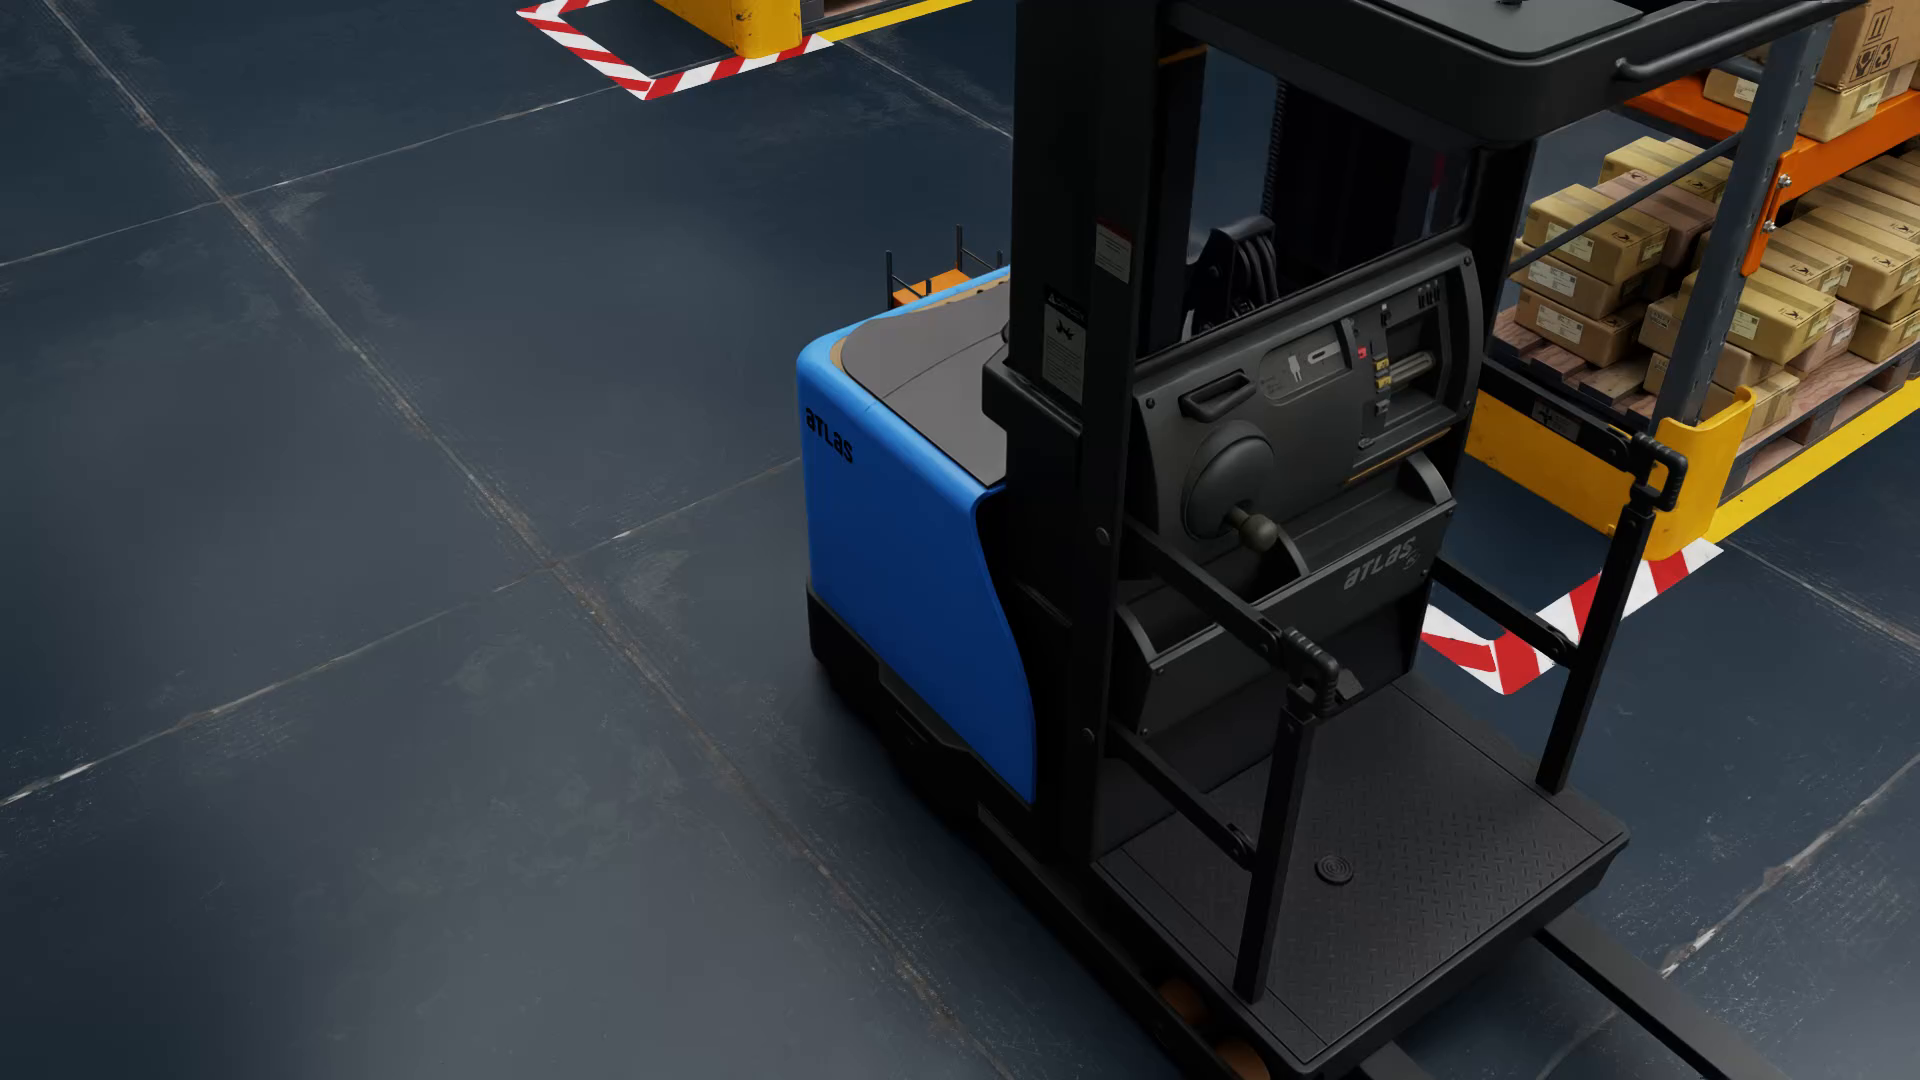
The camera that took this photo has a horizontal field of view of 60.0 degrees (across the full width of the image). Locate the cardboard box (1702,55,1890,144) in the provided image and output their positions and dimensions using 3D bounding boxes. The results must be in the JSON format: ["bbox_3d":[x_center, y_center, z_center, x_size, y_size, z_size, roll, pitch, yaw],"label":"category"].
[{"bbox_3d":[2.323,-1.270,4.632,0.250,0.149,0.380,-26,46,-28],"label":"cardboard box"}]

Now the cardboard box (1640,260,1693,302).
[{"bbox_3d":[2.352,-1.004,5.791,0.250,0.149,0.380,-27,47,-29],"label":"cardboard box"}]

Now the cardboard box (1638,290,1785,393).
[{"bbox_3d":[2.439,-0.656,5.366,0.250,0.149,0.380,-24,45,-26],"label":"cardboard box"}]

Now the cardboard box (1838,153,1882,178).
[{"bbox_3d":[3.194,-1.508,6.170,0.250,0.149,0.380,-28,47,-29],"label":"cardboard box"}]

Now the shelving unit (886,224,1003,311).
[{"bbox_3d":[-0.042,-0.385,4.892,0.252,1.050,0.215,-26,46,-28],"label":"shelving unit"}]

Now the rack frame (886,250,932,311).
[{"bbox_3d":[-0.139,-0.338,4.834,0.008,1.050,0.200,-26,46,-28],"label":"rack frame"}]

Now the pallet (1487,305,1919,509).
[{"bbox_3d":[2.593,-0.655,5.882,1.213,0.211,1.003,-26,46,-28],"label":"pallet"}]

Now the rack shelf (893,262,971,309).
[{"bbox_3d":[-0.042,-0.596,4.719,0.240,0.259,0.215,-26,46,-28],"label":"rack shelf"}]

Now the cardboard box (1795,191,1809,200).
[{"bbox_3d":[2.925,-1.338,6.198,0.250,0.149,0.380,-25,46,-27],"label":"cardboard box"}]

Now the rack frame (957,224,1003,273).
[{"bbox_3d":[0.054,-0.432,4.949,0.008,1.050,0.200,-26,46,-28],"label":"rack frame"}]

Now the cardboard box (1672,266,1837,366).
[{"bbox_3d":[2.489,-0.729,5.221,0.250,0.149,0.380,-28,47,-30],"label":"cardboard box"}]

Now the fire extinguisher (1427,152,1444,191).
[{"bbox_3d":[1.386,-1.368,4.907,0.183,0.674,0.296,-26,46,-28],"label":"fire extinguisher"}]

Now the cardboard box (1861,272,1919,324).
[{"bbox_3d":[3.100,-0.917,5.685,0.250,0.149,0.380,-25,45,-27],"label":"cardboard box"}]

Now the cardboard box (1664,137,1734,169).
[{"bbox_3d":[2.738,-1.330,5.954,0.250,0.149,0.380,-28,47,-30],"label":"cardboard box"}]

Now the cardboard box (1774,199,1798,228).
[{"bbox_3d":[2.798,-1.184,6.010,0.250,0.149,0.380,-27,46,-29],"label":"cardboard box"}]

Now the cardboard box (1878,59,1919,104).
[{"bbox_3d":[2.500,-1.390,4.777,0.250,0.149,0.380,-24,45,-27],"label":"cardboard box"}]

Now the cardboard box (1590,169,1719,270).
[{"bbox_3d":[2.366,-1.098,5.670,0.250,0.149,0.380,-25,46,-27],"label":"cardboard box"}]

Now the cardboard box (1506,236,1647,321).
[{"bbox_3d":[2.111,-0.930,5.701,0.250,0.149,0.380,-27,47,-29],"label":"cardboard box"}]

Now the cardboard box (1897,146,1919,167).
[{"bbox_3d":[3.521,-1.248,5.853,0.250,0.149,0.380,-25,46,-27],"label":"cardboard box"}]

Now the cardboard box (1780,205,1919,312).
[{"bbox_3d":[2.912,-0.929,5.465,0.250,0.149,0.380,-26,46,-28],"label":"cardboard box"}]

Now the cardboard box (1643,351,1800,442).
[{"bbox_3d":[2.477,-0.509,5.422,0.250,0.149,0.380,-25,46,-27],"label":"cardboard box"}]

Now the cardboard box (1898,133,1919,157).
[{"bbox_3d":[3.662,-1.393,6.030,0.250,0.149,0.380,-26,46,-28],"label":"cardboard box"}]

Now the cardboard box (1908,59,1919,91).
[{"bbox_3d":[2.746,-1.467,4.871,0.250,0.149,0.380,-27,47,-29],"label":"cardboard box"}]

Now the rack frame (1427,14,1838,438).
[{"bbox_3d":[1.867,-1.407,4.600,0.127,3.000,1.000,-26,46,-28],"label":"rack frame"}]

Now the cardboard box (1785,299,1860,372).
[{"bbox_3d":[2.690,-0.733,5.461,0.250,0.149,0.380,-26,46,-28],"label":"cardboard box"}]

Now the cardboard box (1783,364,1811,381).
[{"bbox_3d":[2.635,-0.651,5.595,0.250,0.149,0.380,-26,46,-28],"label":"cardboard box"}]

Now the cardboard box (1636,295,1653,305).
[{"bbox_3d":[2.299,-0.926,5.930,0.250,0.149,0.380,-25,45,-27],"label":"cardboard box"}]

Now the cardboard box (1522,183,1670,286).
[{"bbox_3d":[2.132,-1.029,5.587,0.250,0.149,0.380,-25,46,-28],"label":"cardboard box"}]

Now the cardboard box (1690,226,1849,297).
[{"bbox_3d":[2.635,-0.896,5.425,0.250,0.149,0.380,-25,46,-27],"label":"cardboard box"}]

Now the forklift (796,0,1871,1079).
[{"bbox_3d":[0.849,-0.217,3.204,1.130,2.935,3.031,-25,46,-27],"label":"forklift"}]

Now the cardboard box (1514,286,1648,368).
[{"bbox_3d":[2.157,-0.776,5.747,0.250,0.149,0.380,-25,46,-27],"label":"cardboard box"}]

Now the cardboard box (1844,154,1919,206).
[{"bbox_3d":[3.284,-1.169,5.757,0.250,0.149,0.380,-24,45,-27],"label":"cardboard box"}]

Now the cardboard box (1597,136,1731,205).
[{"bbox_3d":[2.494,-1.262,5.870,0.250,0.149,0.380,-27,46,-29],"label":"cardboard box"}]

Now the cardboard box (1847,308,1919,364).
[{"bbox_3d":[3.097,-0.794,5.770,0.250,0.149,0.380,-25,46,-28],"label":"cardboard box"}]

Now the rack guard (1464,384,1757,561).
[{"bbox_3d":[1.927,-0.470,5.429,0.348,0.500,1.175,-26,46,-28],"label":"rack guard"}]

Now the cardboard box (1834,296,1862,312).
[{"bbox_3d":[2.830,-0.872,5.630,0.250,0.149,0.380,-25,46,-28],"label":"cardboard box"}]

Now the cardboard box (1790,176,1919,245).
[{"bbox_3d":[3.059,-1.066,5.633,0.250,0.149,0.380,-28,47,-30],"label":"cardboard box"}]

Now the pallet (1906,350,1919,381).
[{"bbox_3d":[3.559,-1.123,6.453,1.213,0.211,1.003,-26,46,-28],"label":"pallet"}]

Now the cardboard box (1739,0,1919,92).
[{"bbox_3d":[2.391,-1.595,4.516,0.500,0.500,0.500,-24,45,-26],"label":"cardboard box"}]

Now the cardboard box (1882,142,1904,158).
[{"bbox_3d":[3.552,-1.631,6.555,0.250,0.149,0.380,-26,46,-28],"label":"cardboard box"}]

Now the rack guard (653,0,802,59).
[{"bbox_3d":[-1.249,-2.882,8.369,0.348,0.500,1.175,-26,46,-28],"label":"rack guard"}]

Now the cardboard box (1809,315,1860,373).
[{"bbox_3d":[2.828,-0.751,5.717,0.250,0.149,0.380,-25,46,-28],"label":"cardboard box"}]

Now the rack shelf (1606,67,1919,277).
[{"bbox_3d":[3.453,-1.902,5.771,4.000,0.370,1.077,-26,46,-28],"label":"rack shelf"}]

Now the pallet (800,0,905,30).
[{"bbox_3d":[-0.643,-3.128,8.896,1.213,0.211,1.003,-26,46,-28],"label":"pallet"}]
